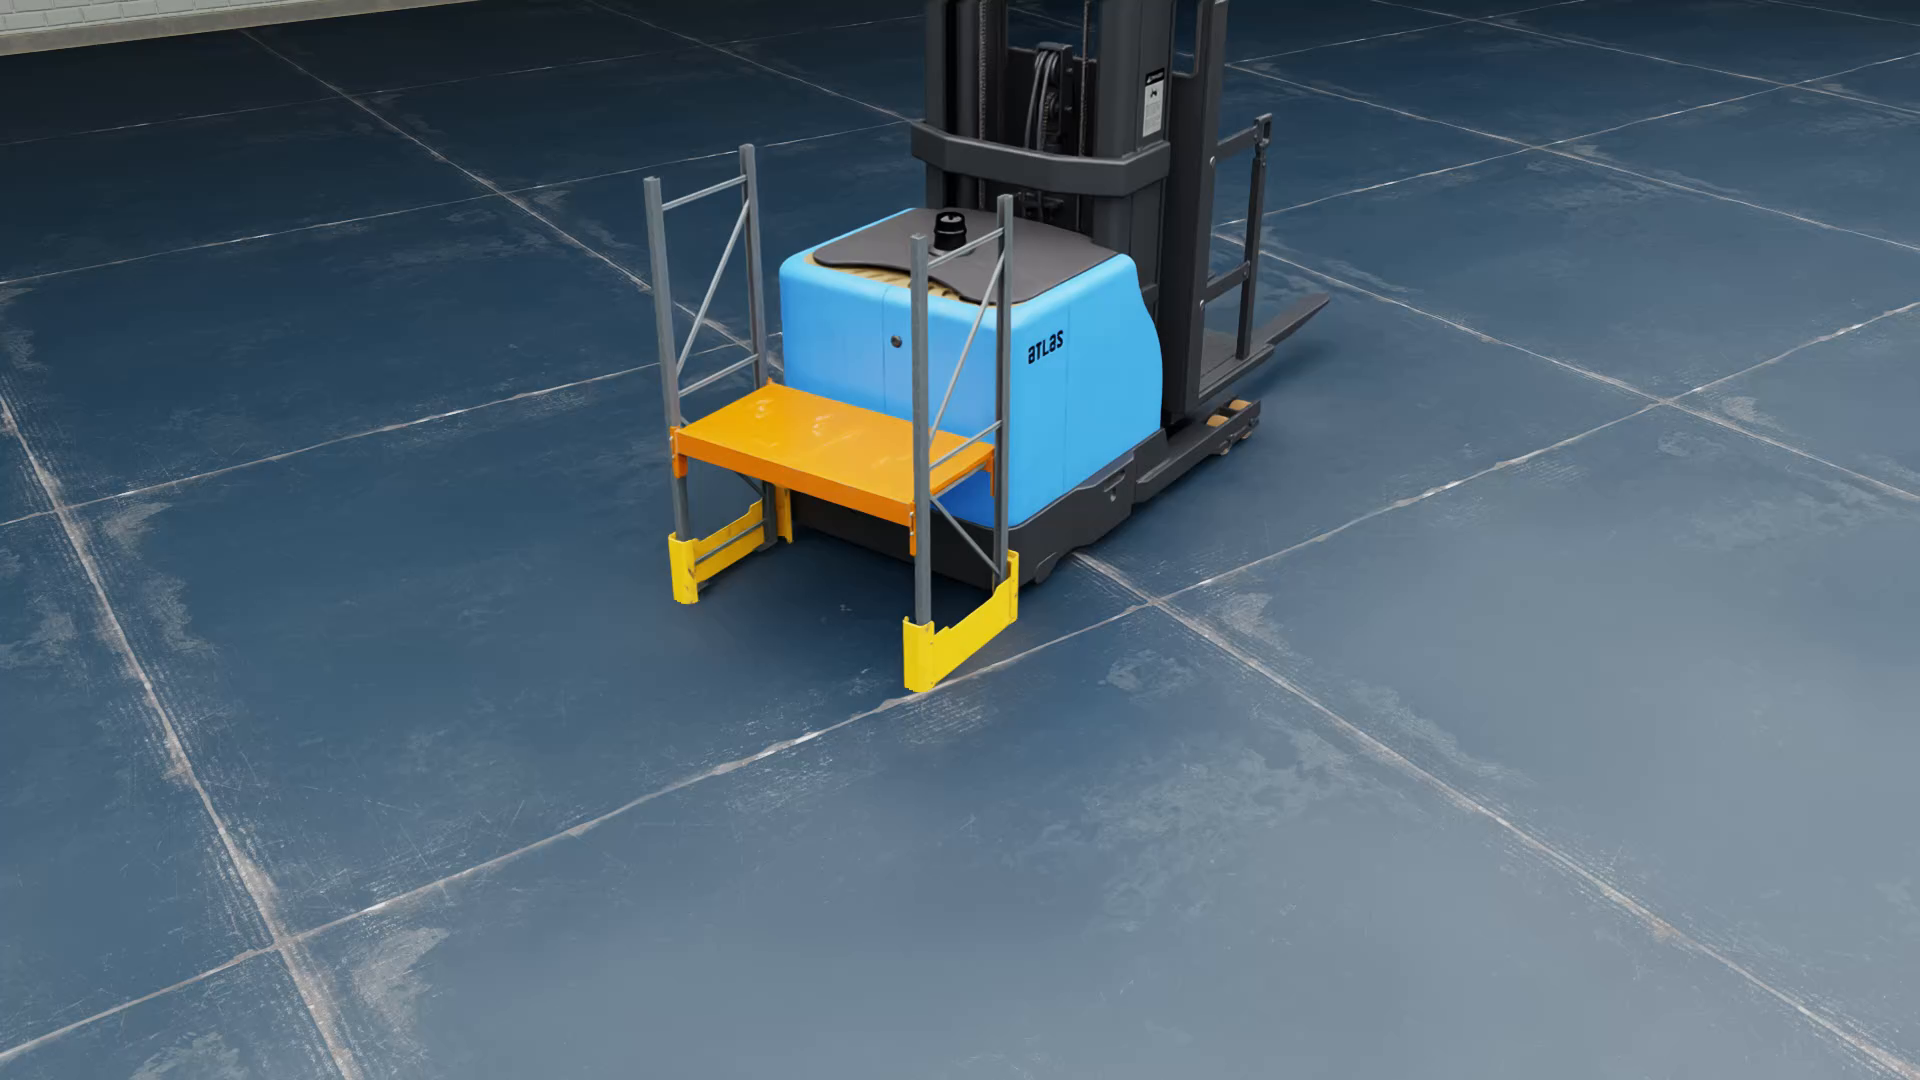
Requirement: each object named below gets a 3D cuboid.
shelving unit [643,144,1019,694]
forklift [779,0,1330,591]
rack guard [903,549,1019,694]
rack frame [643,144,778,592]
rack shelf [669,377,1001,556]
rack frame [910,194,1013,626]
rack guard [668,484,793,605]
[{"bbox_3d":[-0.405,-0.421,5.453,1.083,1.500,0.587,18,33,29],"label":"shelving unit"},{"bbox_3d":[0.615,-1.760,6.420,1.130,2.935,3.031,19,34,31],"label":"forklift"},{"bbox_3d":[0.009,0.261,5.508,0.087,0.250,0.587,18,33,29],"label":"rack guard"},{"bbox_3d":[-0.834,-0.558,5.707,0.032,1.500,0.500,18,33,29],"label":"rack frame"},{"bbox_3d":[-0.412,-0.265,5.544,1.000,0.185,0.538,18,33,29],"label":"rack shelf"},{"bbox_3d":[0.010,-0.288,5.209,0.032,1.500,0.500,18,33,29],"label":"rack frame"},{"bbox_3d":[-0.818,-0.004,5.995,0.087,0.250,0.587,18,33,29],"label":"rack guard"}]
